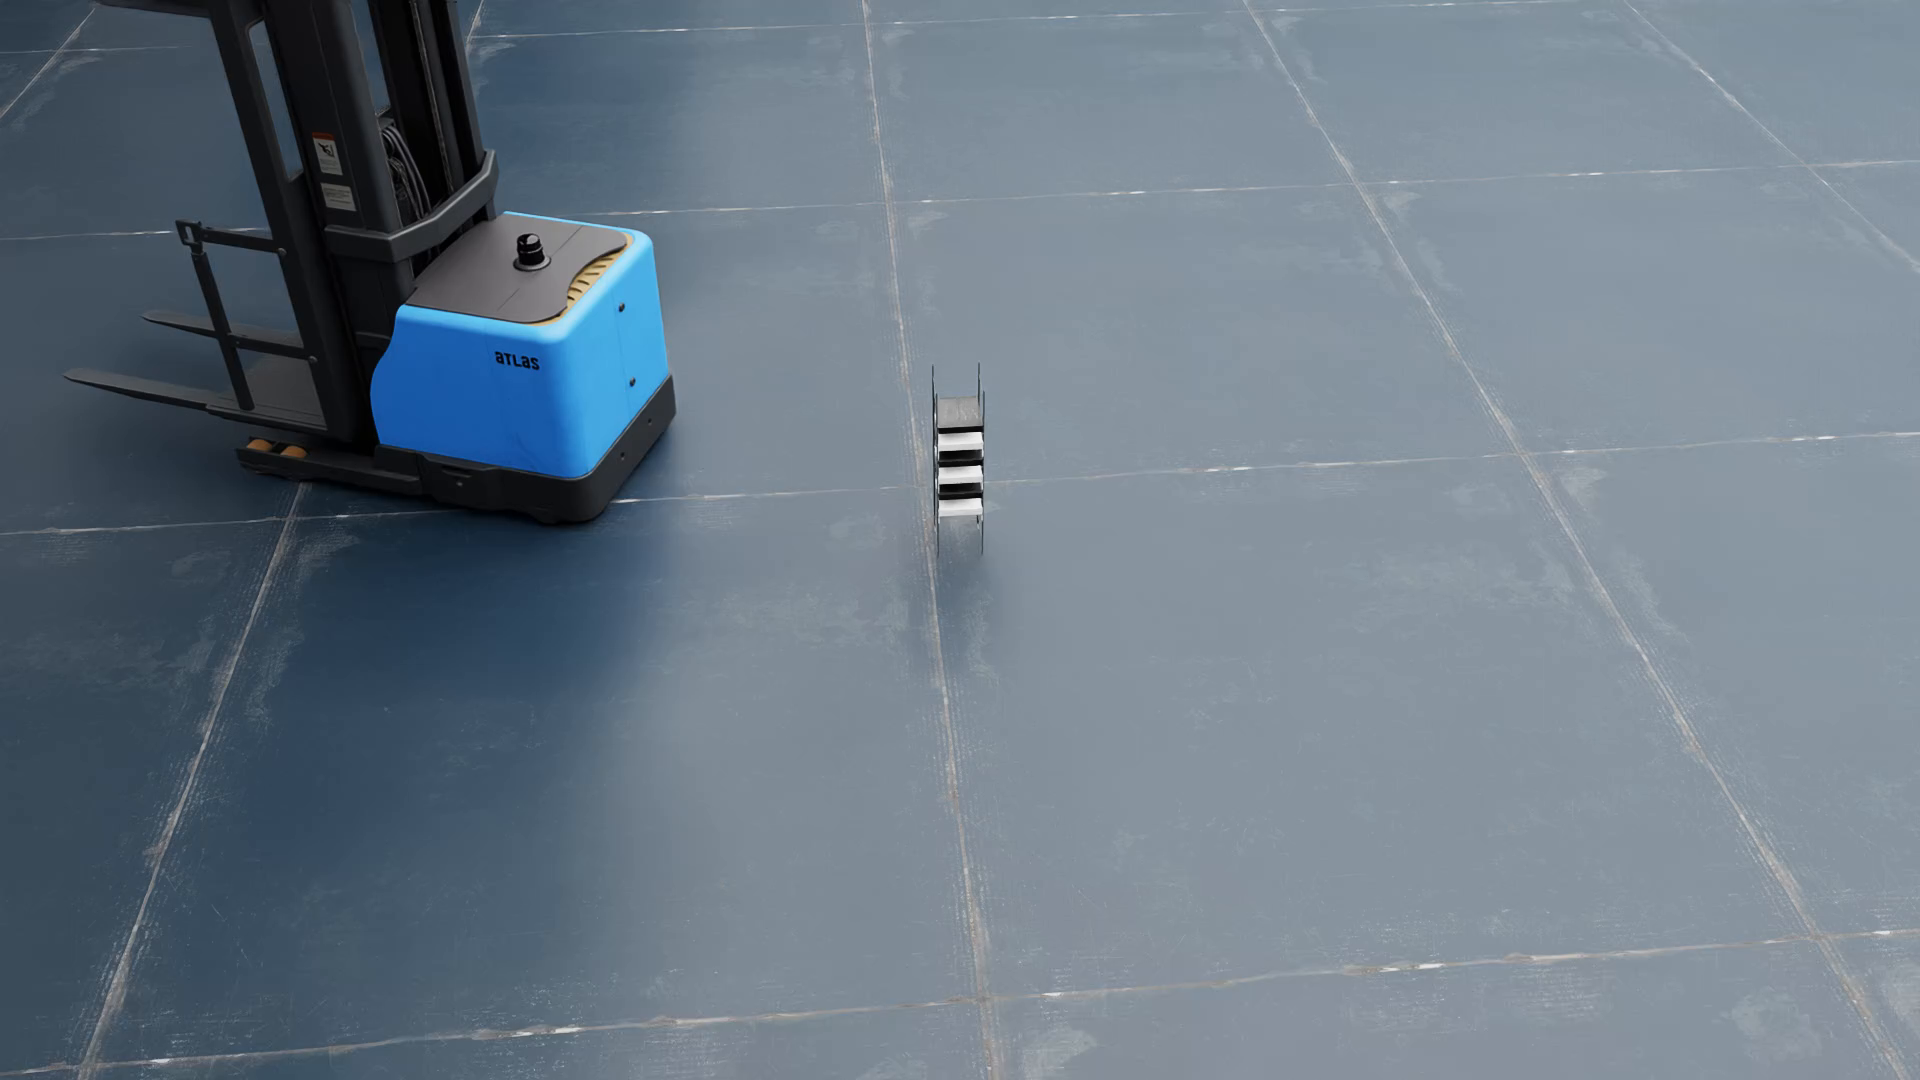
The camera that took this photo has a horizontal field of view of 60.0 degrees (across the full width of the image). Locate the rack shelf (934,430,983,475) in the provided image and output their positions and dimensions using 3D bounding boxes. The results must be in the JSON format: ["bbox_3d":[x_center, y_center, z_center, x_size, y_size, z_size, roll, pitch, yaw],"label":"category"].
[{"bbox_3d":[-0.008,-0.397,7.436,0.200,0.077,0.258,-3,38,-4],"label":"rack shelf"}]

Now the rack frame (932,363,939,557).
[{"bbox_3d":[-0.109,-0.347,7.464,0.006,0.900,0.240,-3,38,-4],"label":"rack frame"}]

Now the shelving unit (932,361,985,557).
[{"bbox_3d":[-0.008,-0.353,7.471,0.210,0.900,0.258,-3,38,-4],"label":"shelving unit"}]

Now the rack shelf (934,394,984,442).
[{"bbox_3d":[-0.008,-0.539,7.324,0.200,0.077,0.258,-3,38,-4],"label":"rack shelf"}]

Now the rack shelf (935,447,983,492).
[{"bbox_3d":[-0.008,-0.327,7.491,0.200,0.077,0.258,-3,38,-4],"label":"rack shelf"}]

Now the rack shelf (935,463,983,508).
[{"bbox_3d":[-0.008,-0.256,7.547,0.200,0.077,0.258,-3,38,-4],"label":"rack shelf"}]

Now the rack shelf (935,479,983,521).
[{"bbox_3d":[-0.008,-0.185,7.603,0.200,0.077,0.258,-3,38,-4],"label":"rack shelf"}]

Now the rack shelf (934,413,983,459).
[{"bbox_3d":[-0.008,-0.468,7.380,0.200,0.077,0.258,-3,38,-4],"label":"rack shelf"}]

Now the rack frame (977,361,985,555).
[{"bbox_3d":[0.093,-0.358,7.478,0.006,0.900,0.240,-3,38,-4],"label":"rack frame"}]

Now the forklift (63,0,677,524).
[{"bbox_3d":[-3.016,-1.742,7.592,3.031,2.935,1.130,10,39,13],"label":"forklift"}]
